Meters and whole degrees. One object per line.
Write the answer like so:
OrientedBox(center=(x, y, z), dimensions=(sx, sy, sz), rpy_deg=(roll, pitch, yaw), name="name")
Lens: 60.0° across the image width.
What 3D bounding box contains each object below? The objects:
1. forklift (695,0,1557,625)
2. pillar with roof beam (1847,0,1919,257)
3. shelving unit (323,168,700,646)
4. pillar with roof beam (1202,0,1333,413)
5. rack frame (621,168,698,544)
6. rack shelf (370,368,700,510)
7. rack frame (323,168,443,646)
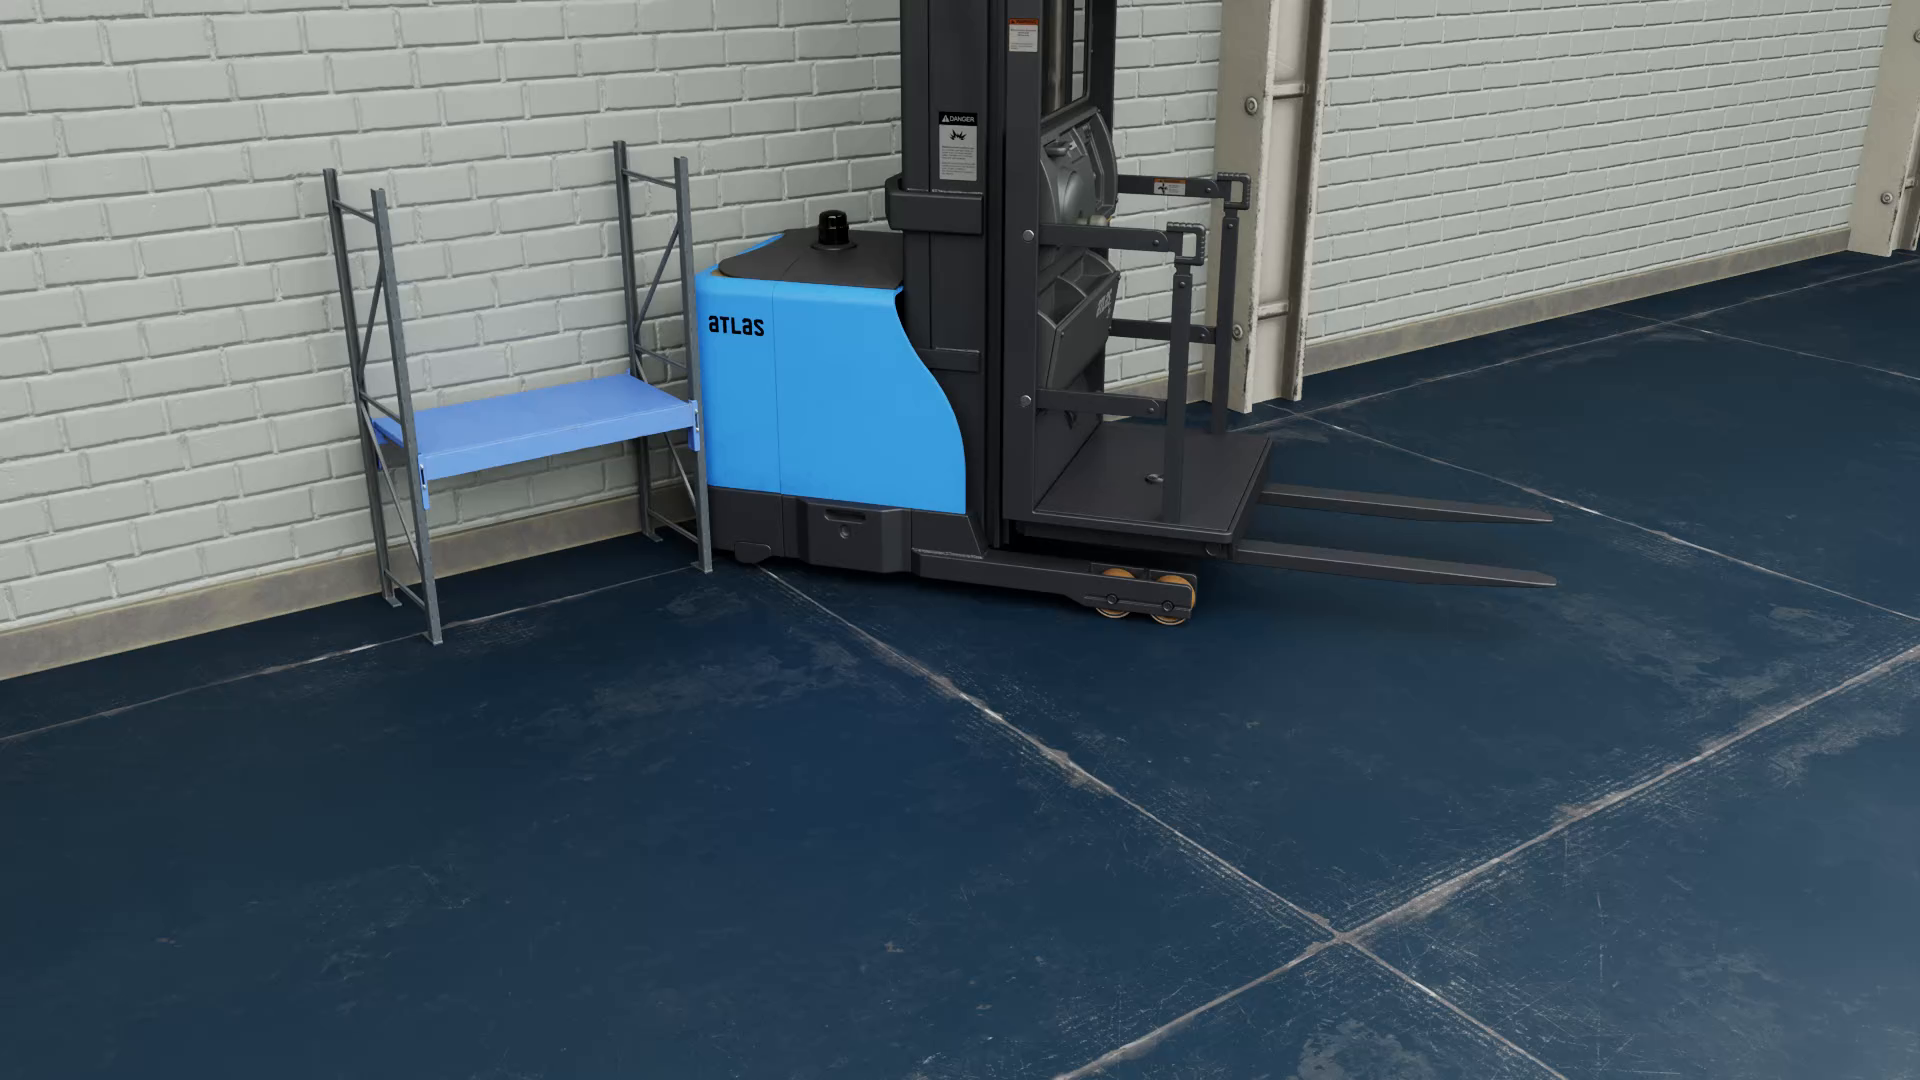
OrientedBox(center=(0.601, -1.292, 5.679), dimensions=(3.031, 2.935, 1.130), rpy_deg=(7, 23, 16), name="forklift")
OrientedBox(center=(8.805, -4.874, 6.468), dimensions=(0.400, 9.000, 9.100), rpy_deg=(-15, 26, -33), name="pillar with roof beam")
OrientedBox(center=(-1.480, -0.535, 5.714), dimensions=(1.039, 1.500, 0.538), rpy_deg=(-16, 27, -34), name="shelving unit")
OrientedBox(center=(3.934, -3.575, 3.213), dimensions=(0.400, 9.000, 9.100), rpy_deg=(-15, 26, -33), name="pillar with roof beam")
OrientedBox(center=(-1.071, -0.650, 6.001), dimensions=(0.013, 1.308, 0.475), rpy_deg=(-16, 27, -34), name="rack frame")
OrientedBox(center=(-1.476, -0.369, 5.783), dimensions=(1.000, 0.185, 0.538), rpy_deg=(-16, 27, -34), name="rack shelf")
OrientedBox(center=(-1.883, -0.423, 5.433), dimensions=(0.032, 1.500, 0.500), rpy_deg=(-16, 27, -34), name="rack frame")
